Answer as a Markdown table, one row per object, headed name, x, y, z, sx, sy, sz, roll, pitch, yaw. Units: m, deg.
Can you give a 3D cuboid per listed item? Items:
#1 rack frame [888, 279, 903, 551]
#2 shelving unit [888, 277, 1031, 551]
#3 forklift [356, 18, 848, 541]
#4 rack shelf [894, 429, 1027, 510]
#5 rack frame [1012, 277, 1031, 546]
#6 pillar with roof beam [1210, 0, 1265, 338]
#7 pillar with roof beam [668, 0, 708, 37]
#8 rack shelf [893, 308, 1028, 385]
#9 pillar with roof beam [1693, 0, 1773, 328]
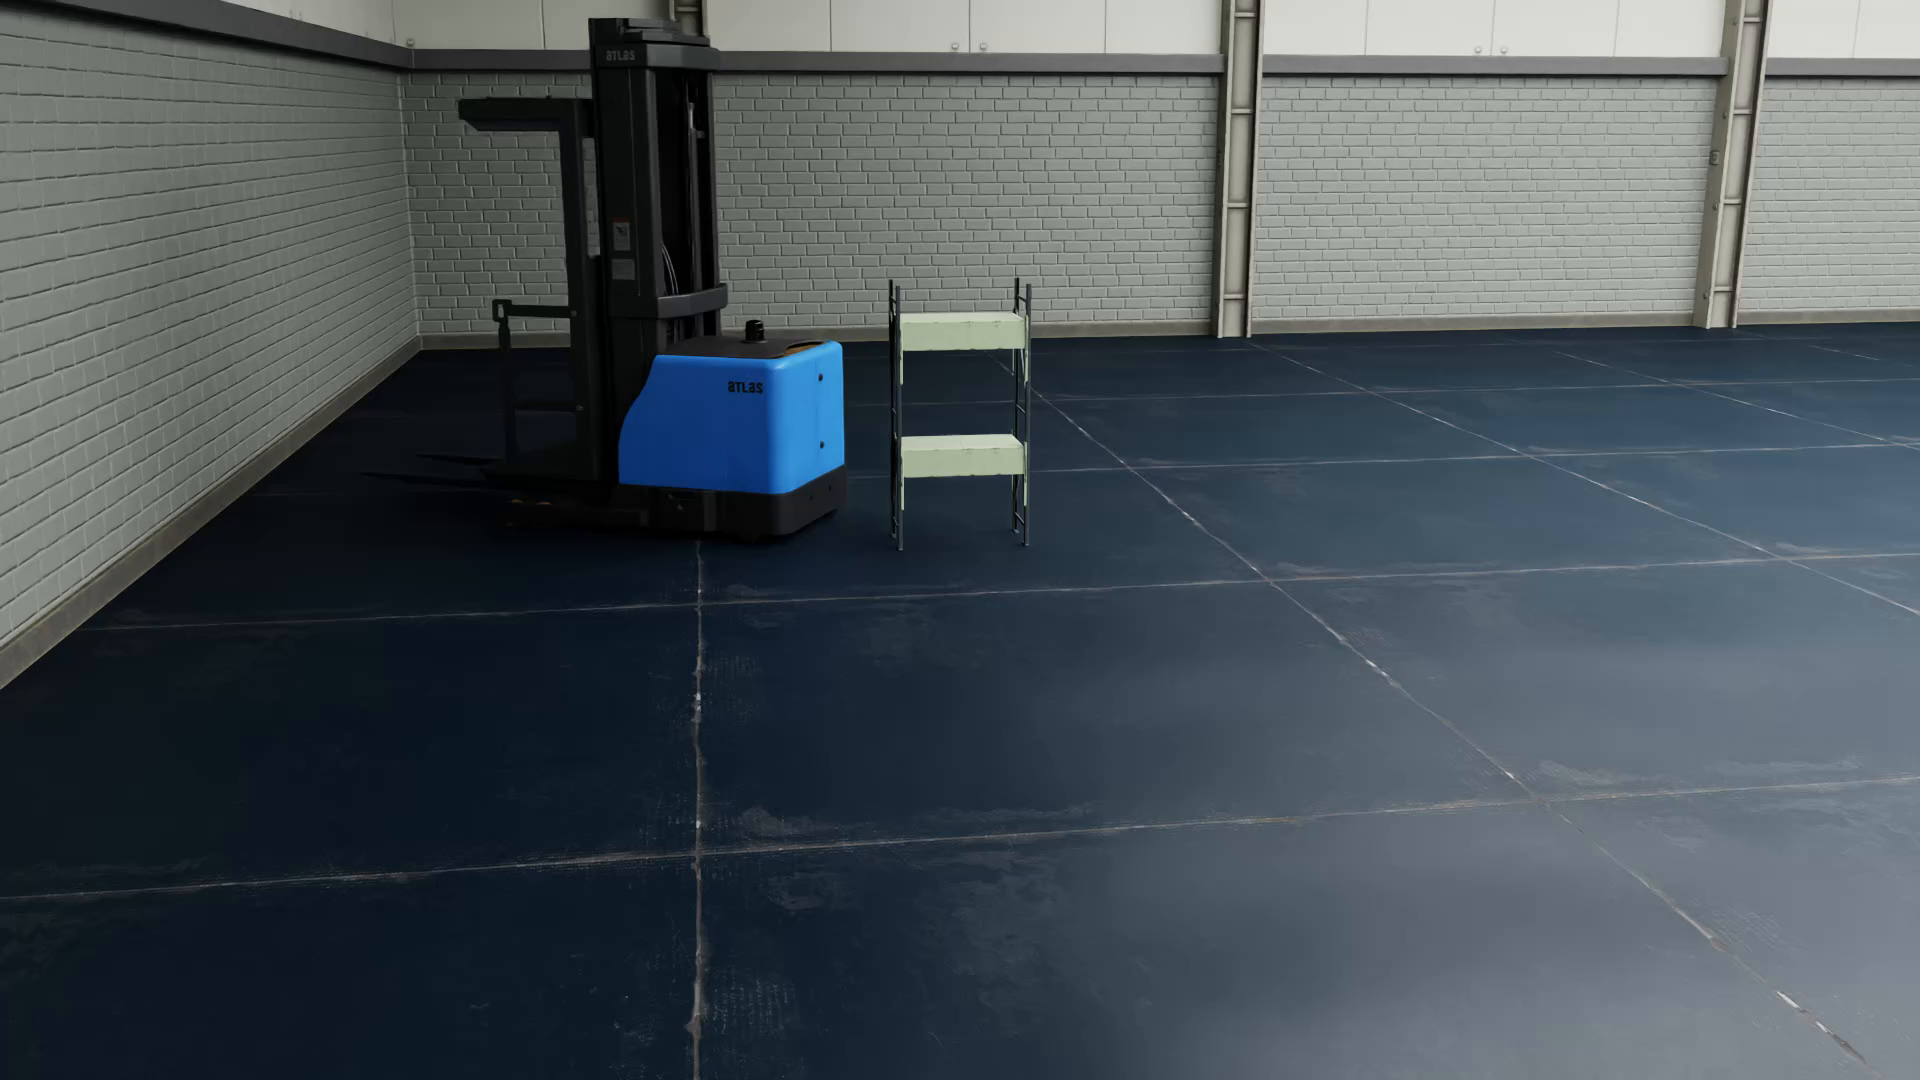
| name | x | y | z | sx | sy | sz | roll | pitch | yaw |
| --- | --- | --- | --- | --- | --- | --- | --- | --- | --- |
| rack frame | -0.369 | -0.714 | 9.486 | 0.023 | 1.500 | 0.400 | -2 | 14 | -8 |
| shelving unit | -0.007 | -0.727 | 9.538 | 0.755 | 1.500 | 0.431 | -2 | 14 | -8 |
| forklift | -2.279 | -1.603 | 10.087 | 3.031 | 2.935 | 1.130 | 4 | 15 | 17 |
| rack shelf | -0.007 | -0.411 | 9.618 | 0.720 | 0.370 | 0.431 | -2 | 14 | -8 |
| rack frame | 0.355 | -0.740 | 9.591 | 0.023 | 1.500 | 0.400 | -2 | 14 | -8 |
| pillar with roof beam | 3.739 | -5.670 | 13.831 | 0.400 | 9.000 | 9.100 | -2 | 14 | -8 |
| pillar with roof beam | -2.194 | -5.453 | 12.964 | 0.400 | 9.000 | 9.100 | -2 | 14 | -8 |
| rack shelf | -0.007 | -1.106 | 9.443 | 0.720 | 0.370 | 0.431 | -2 | 14 | -8 |
| pillar with roof beam | 9.672 | -5.887 | 14.698 | 0.400 | 9.000 | 9.100 | -2 | 14 | -8 |
